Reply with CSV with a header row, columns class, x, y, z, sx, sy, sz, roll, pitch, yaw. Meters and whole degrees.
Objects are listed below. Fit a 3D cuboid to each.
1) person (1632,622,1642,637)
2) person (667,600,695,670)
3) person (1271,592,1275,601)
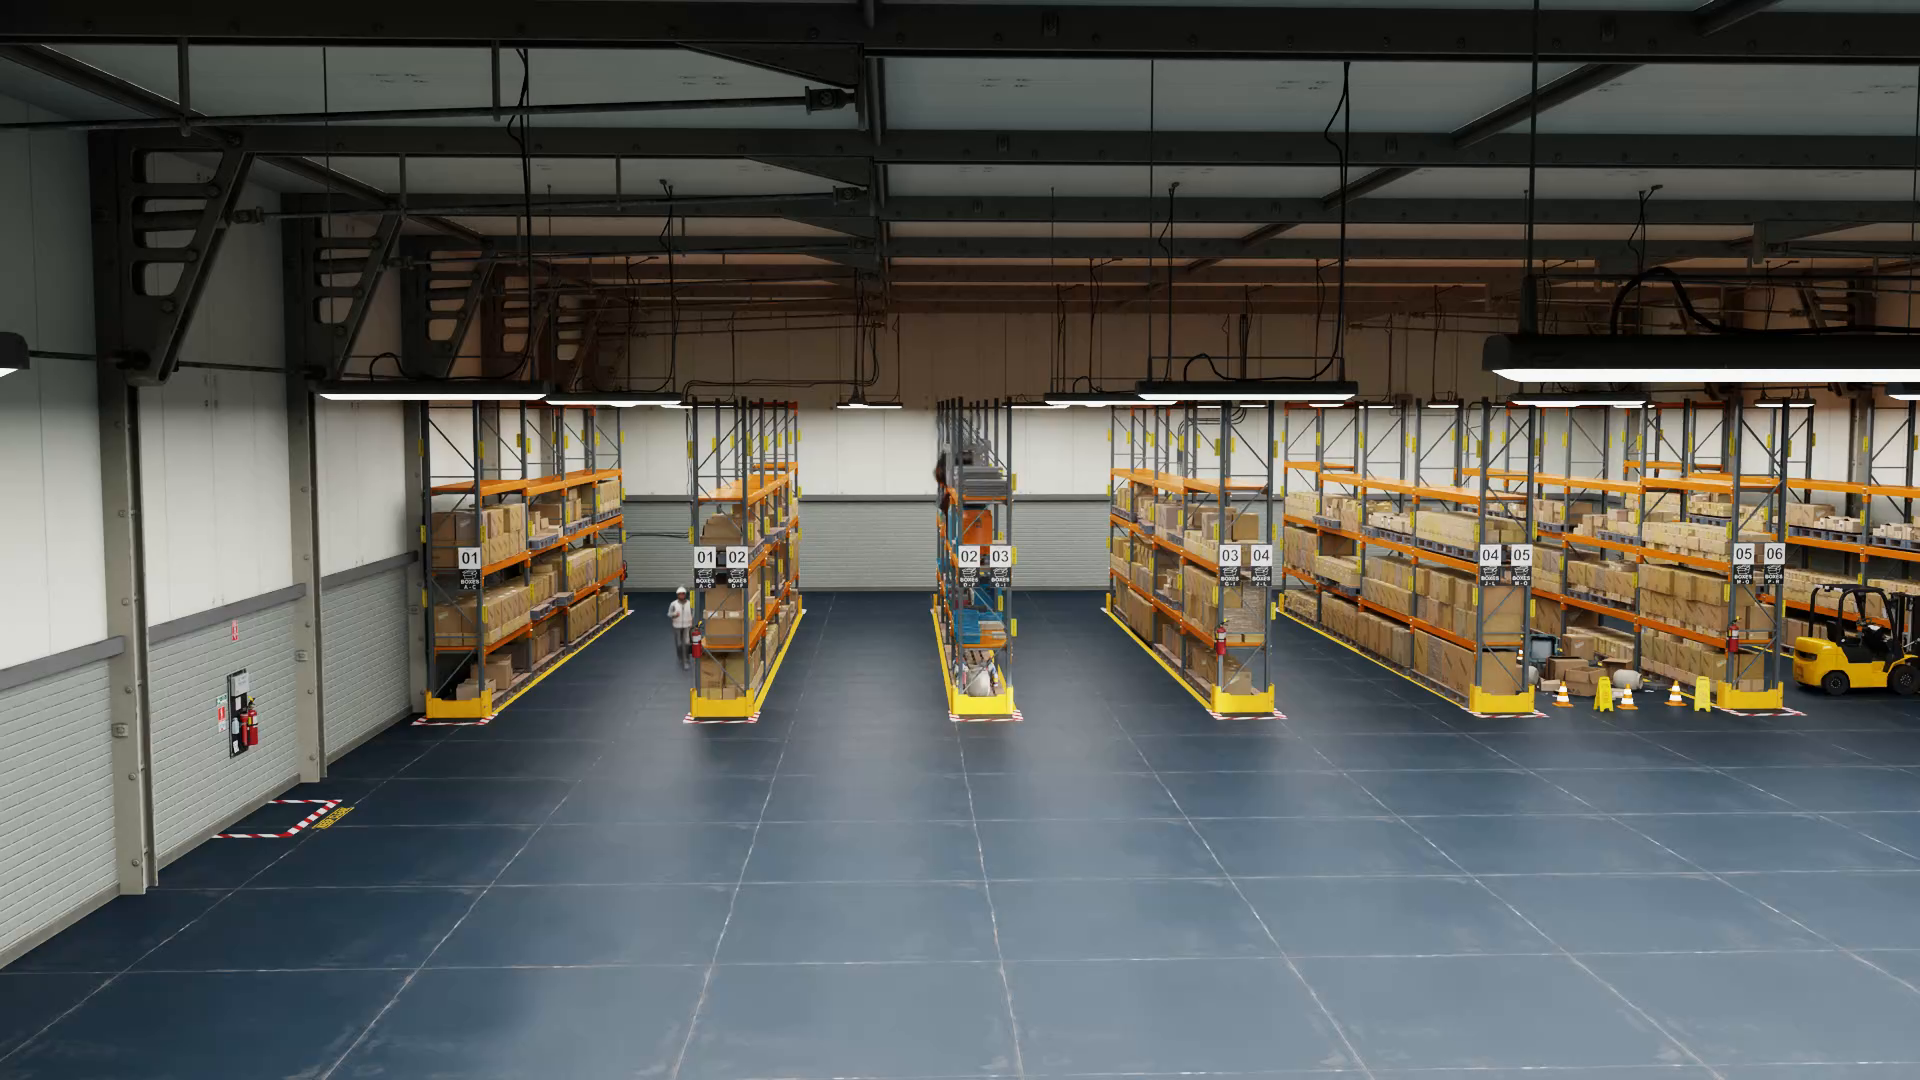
class,x,y,z,sx,sy,sz,roll,pitch,yaw
person,16.604,1.640,40.510,0.518,1.708,0.752,0,4,-1
person,-6.199,2.077,37.114,0.652,1.539,0.902,-1,5,-12
person,7.279,1.424,39.933,0.640,0.659,0.432,-1,4,-9
